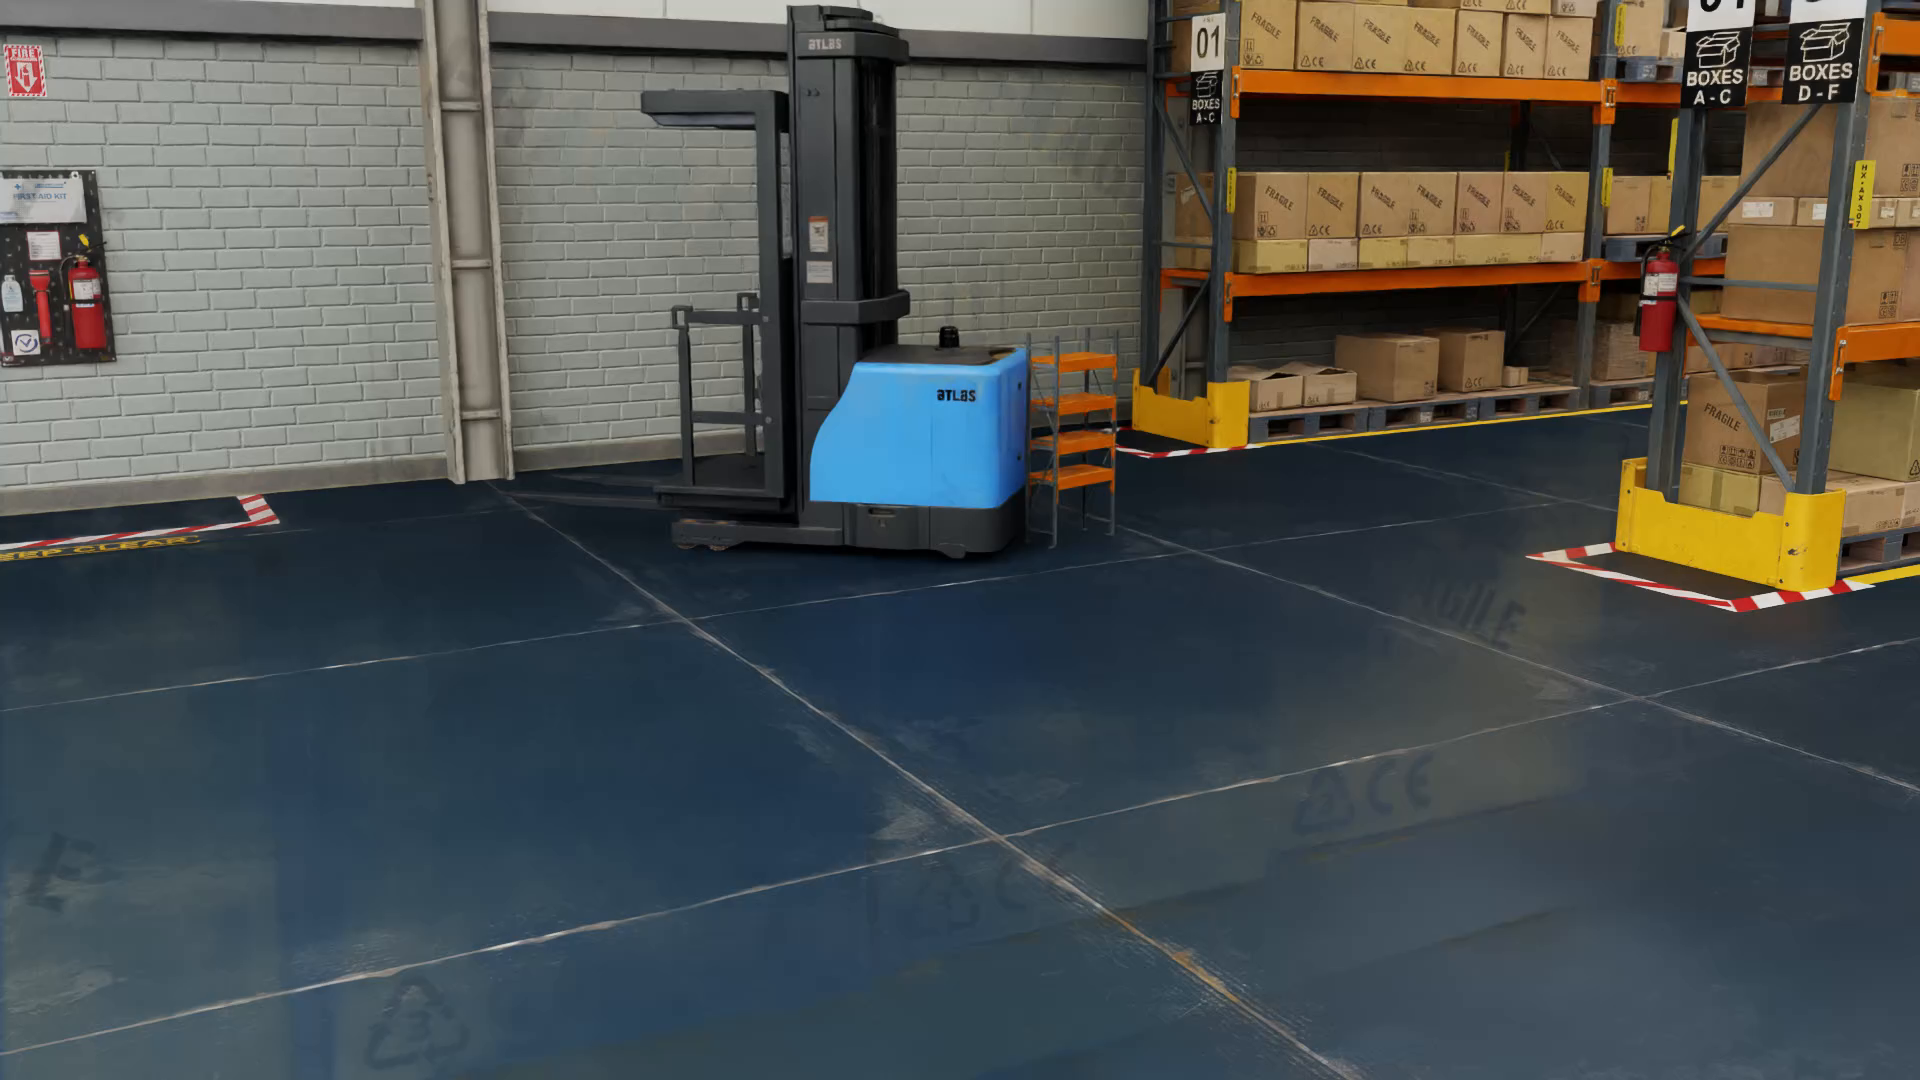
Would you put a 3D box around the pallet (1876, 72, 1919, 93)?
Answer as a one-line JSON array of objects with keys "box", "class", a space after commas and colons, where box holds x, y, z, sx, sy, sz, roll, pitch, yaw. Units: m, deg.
[{"box": [9.315, -4.572, 16.692, 1.003, 0.211, 1.213, -6, 14, -25], "class": "pallet"}]

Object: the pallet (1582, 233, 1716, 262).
[{"box": [6.004, -2.661, 15.039, 1.213, 0.211, 1.003, -7, 14, -28], "class": "pallet"}]

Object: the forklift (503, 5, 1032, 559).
[{"box": [-1.145, -1.476, 9.494, 3.031, 2.935, 1.130, 3, 13, 13], "class": "forklift"}]

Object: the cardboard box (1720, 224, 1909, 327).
[{"box": [4.546, -1.423, 8.871, 0.500, 0.500, 0.700, -7, 14, -28], "class": "cardboard box"}]

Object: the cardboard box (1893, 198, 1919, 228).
[{"box": [4.808, -1.721, 8.717, 0.250, 0.149, 0.380, -7, 15, -29], "class": "cardboard box"}]

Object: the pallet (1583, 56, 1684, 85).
[{"box": [5.857, -4.118, 14.673, 1.003, 0.211, 1.213, -7, 14, -28], "class": "pallet"}]

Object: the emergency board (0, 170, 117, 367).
[{"box": [-5.501, -1.638, 10.056, 0.643, 1.169, 0.194, -7, 14, -28], "class": "emergency board"}]

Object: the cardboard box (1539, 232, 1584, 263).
[{"box": [4.993, -2.531, 14.318, 0.500, 0.250, 0.500, -7, 14, -28], "class": "cardboard box"}]

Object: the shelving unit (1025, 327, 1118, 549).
[{"box": [0.637, -0.592, 9.508, 0.503, 1.200, 0.258, -12, 17, -42], "class": "shelving unit"}]

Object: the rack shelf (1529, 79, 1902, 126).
[{"box": [7.019, -4.025, 15.469, 4.000, 0.370, 1.077, -7, 14, -28], "class": "rack shelf"}]

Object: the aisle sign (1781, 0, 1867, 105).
[{"box": [4.219, -2.530, 8.096, 0.004, 0.787, 0.394, -7, 14, -28], "class": "aisle sign"}]

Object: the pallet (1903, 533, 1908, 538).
[{"box": [5.850, -0.183, 9.941, 1.213, 0.211, 1.003, -7, 14, -28], "class": "pallet"}]

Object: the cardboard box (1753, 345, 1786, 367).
[{"box": [7.660, -2.001, 16.358, 0.500, 0.500, 0.700, -7, 14, -28], "class": "cardboard box"}]

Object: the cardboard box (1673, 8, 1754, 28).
[{"box": [6.865, -4.591, 15.162, 0.500, 0.500, 0.500, -7, 15, -30], "class": "cardboard box"}]

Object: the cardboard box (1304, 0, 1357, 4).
[{"box": [2.672, -4.328, 12.626, 0.500, 0.500, 0.500, -7, 14, -29], "class": "cardboard box"}]

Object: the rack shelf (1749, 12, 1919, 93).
[{"box": [5.885, -2.650, 9.359, 4.000, 0.370, 1.077, -7, 14, -28], "class": "rack shelf"}]

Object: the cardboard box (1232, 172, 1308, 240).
[{"box": [2.316, -2.576, 12.813, 0.500, 0.500, 0.500, -7, 14, -28], "class": "cardboard box"}]

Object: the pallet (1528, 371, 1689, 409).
[{"box": [5.947, -1.424, 15.456, 1.213, 0.211, 1.003, -7, 14, -28], "class": "pallet"}]

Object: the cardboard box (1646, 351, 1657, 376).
[{"box": [6.331, -1.842, 15.654, 0.500, 0.500, 0.700, -7, 15, -29], "class": "cardboard box"}]

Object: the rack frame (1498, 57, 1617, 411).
[{"box": [5.264, -2.702, 14.785, 0.127, 3.000, 1.000, -7, 14, -28], "class": "rack frame"}]

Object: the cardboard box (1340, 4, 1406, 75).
[{"box": [3.109, -3.895, 12.981, 0.500, 0.500, 0.500, -6, 14, -25], "class": "cardboard box"}]

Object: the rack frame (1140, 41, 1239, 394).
[{"box": [1.753, -2.281, 12.915, 0.127, 3.000, 1.000, -7, 14, -28], "class": "rack frame"}]

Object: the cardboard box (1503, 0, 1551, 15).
[{"box": [4.475, -4.547, 13.599, 0.500, 0.500, 0.500, -6, 14, -25], "class": "cardboard box"}]

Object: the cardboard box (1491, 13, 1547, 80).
[{"box": [4.489, -4.073, 13.769, 0.500, 0.500, 0.500, -8, 15, -33], "class": "cardboard box"}]

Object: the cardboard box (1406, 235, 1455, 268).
[{"box": [3.677, -2.371, 13.608, 0.500, 0.250, 0.500, -7, 14, -27], "class": "cardboard box"}]

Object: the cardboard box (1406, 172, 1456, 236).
[{"box": [3.658, -2.736, 13.523, 0.500, 0.500, 0.500, -6, 14, -26], "class": "cardboard box"}]

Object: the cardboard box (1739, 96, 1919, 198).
[{"box": [4.592, -2.061, 8.753, 0.500, 0.500, 0.700, -7, 14, -28], "class": "cardboard box"}]

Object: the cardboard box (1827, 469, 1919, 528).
[{"box": [5.144, -0.258, 9.228, 0.500, 0.250, 0.500, -7, 14, -28], "class": "cardboard box"}]

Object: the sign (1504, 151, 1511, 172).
[{"box": [4.995, -3.374, 15.131, 0.005, 0.325, 0.100, -7, 14, -28], "class": "sign"}]

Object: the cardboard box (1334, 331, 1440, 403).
[{"box": [3.572, -1.460, 13.954, 0.500, 0.500, 0.700, -8, 15, -31], "class": "cardboard box"}]

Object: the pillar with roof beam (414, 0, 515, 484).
[{"box": [-1.251, -3.988, 6.833, 0.400, 9.000, 9.100, -7, 14, -28], "class": "pillar with roof beam"}]

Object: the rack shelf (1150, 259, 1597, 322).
[{"box": [3.508, -2.141, 13.929, 4.000, 0.370, 1.077, -7, 14, -28], "class": "rack shelf"}]

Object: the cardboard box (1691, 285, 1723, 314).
[{"box": [7.188, -2.295, 15.960, 0.500, 0.250, 0.500, -7, 14, -28], "class": "cardboard box"}]

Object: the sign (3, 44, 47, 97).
[{"box": [-5.556, -2.787, 9.883, 0.199, 0.298, 0.001, -7, 14, -28], "class": "sign"}]

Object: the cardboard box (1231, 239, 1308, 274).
[{"box": [2.333, -2.208, 12.885, 0.500, 0.250, 0.500, -7, 15, -29], "class": "cardboard box"}]

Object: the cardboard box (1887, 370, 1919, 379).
[{"box": [5.578, -0.678, 9.389, 0.500, 0.500, 0.500, -7, 14, -28], "class": "cardboard box"}]

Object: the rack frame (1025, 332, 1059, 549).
[{"box": [0.459, -0.555, 9.345, 0.015, 1.200, 0.240, -12, 17, -42], "class": "rack frame"}]

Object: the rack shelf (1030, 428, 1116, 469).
[{"box": [0.637, -0.527, 9.522, 0.480, 0.148, 0.258, -12, 17, -42], "class": "rack shelf"}]

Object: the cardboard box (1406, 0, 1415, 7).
[{"box": [3.368, -4.546, 13.593, 0.500, 0.500, 0.500, -7, 14, -28], "class": "cardboard box"}]

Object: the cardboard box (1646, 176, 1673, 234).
[{"box": [6.221, -3.070, 15.189, 0.500, 0.500, 0.700, -5, 14, -22], "class": "cardboard box"}]

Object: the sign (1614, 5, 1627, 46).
[{"box": [5.531, -4.314, 13.938, 0.005, 0.325, 0.100, -7, 14, -28], "class": "sign"}]

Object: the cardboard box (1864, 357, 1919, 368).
[{"box": [5.768, -0.831, 10.066, 0.500, 0.500, 0.500, -7, 14, -28], "class": "cardboard box"}]

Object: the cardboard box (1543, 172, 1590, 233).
[{"box": [4.997, -2.895, 14.231, 0.500, 0.500, 0.500, -7, 14, -28], "class": "cardboard box"}]
